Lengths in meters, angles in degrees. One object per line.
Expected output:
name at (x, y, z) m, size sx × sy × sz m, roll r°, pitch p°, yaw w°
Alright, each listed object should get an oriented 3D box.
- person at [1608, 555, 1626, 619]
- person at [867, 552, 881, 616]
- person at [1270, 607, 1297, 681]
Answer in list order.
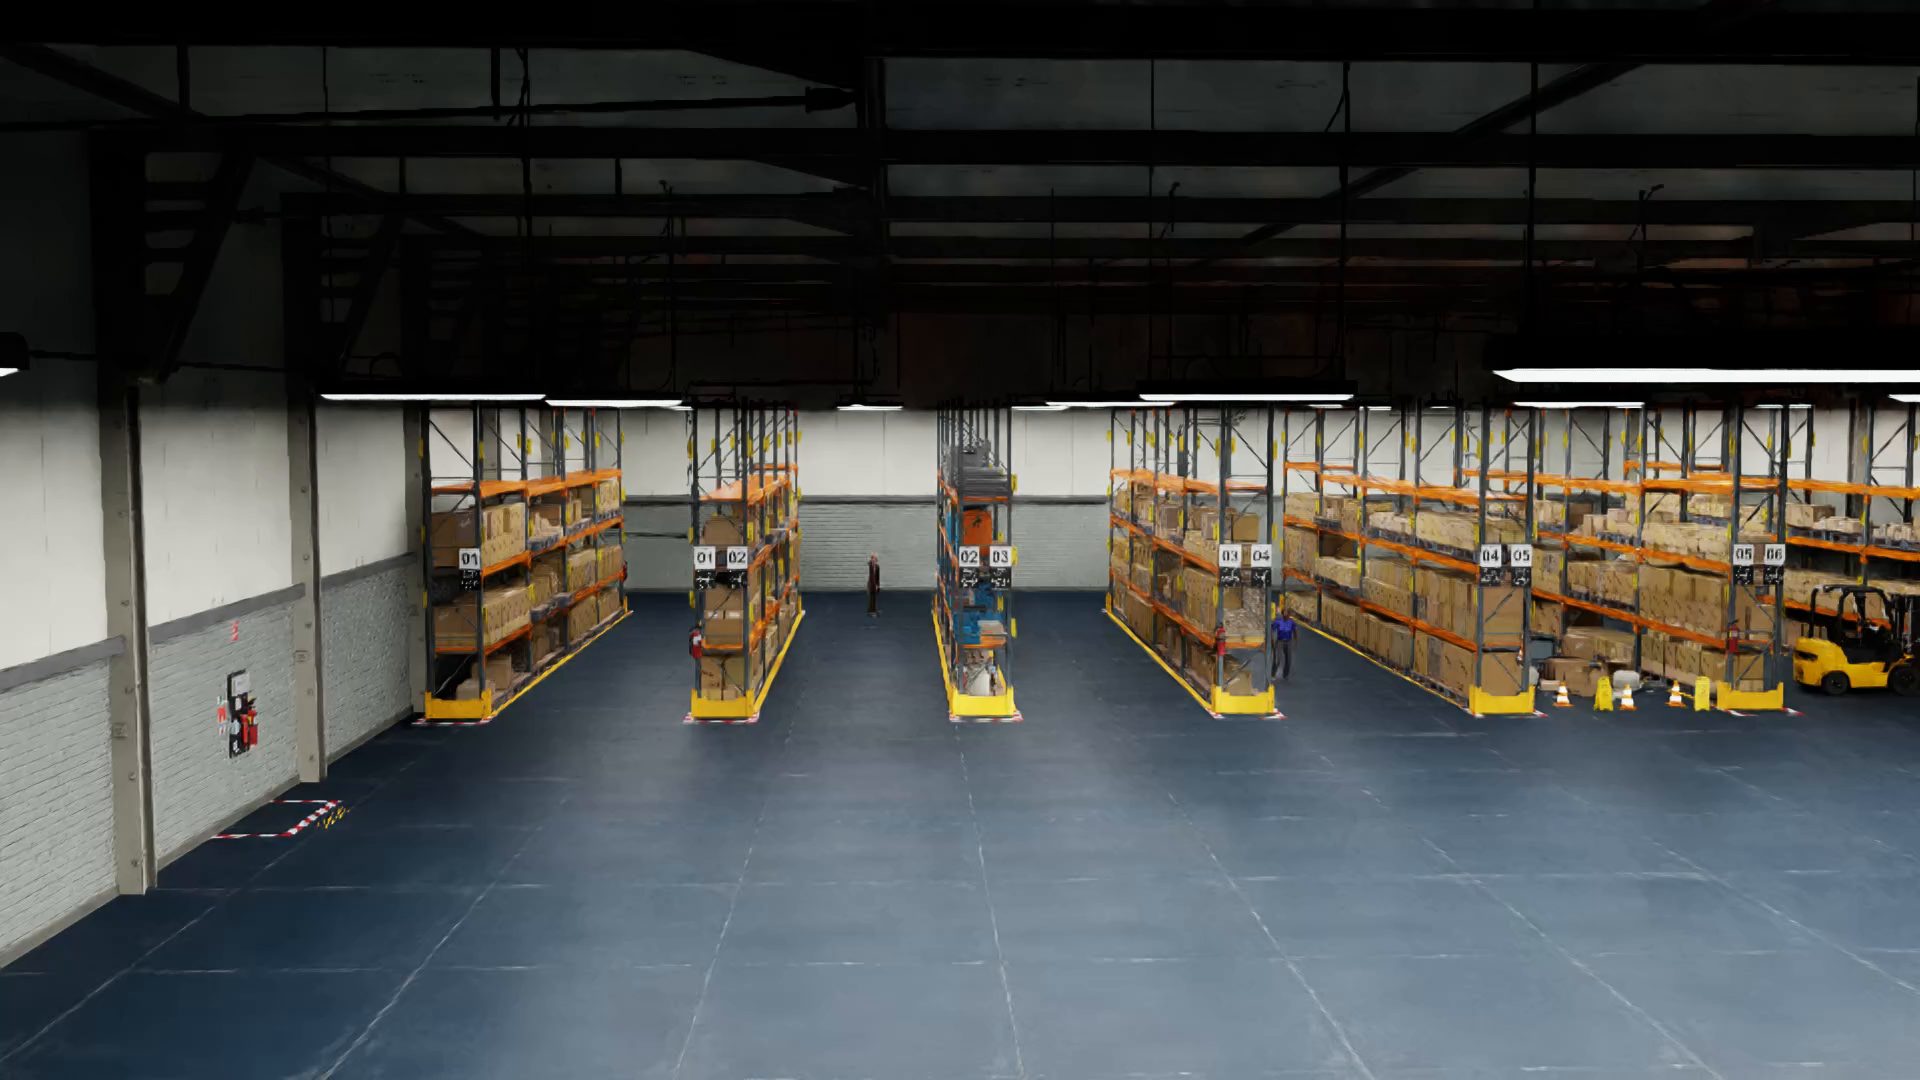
person at (18.185, 1.293, 45.777) m, size 0.573 × 1.790 × 0.723 m, roll 0°, pitch 4°, yaw 4°
person at (-2.399, 1.214, 46.575) m, size 0.440 × 1.787 × 0.702 m, roll -1°, pitch 5°, yaw -12°
person at (6.858, 2.205, 35.289) m, size 0.592 × 1.604 × 0.513 m, roll 0°, pitch 4°, yaw -4°
